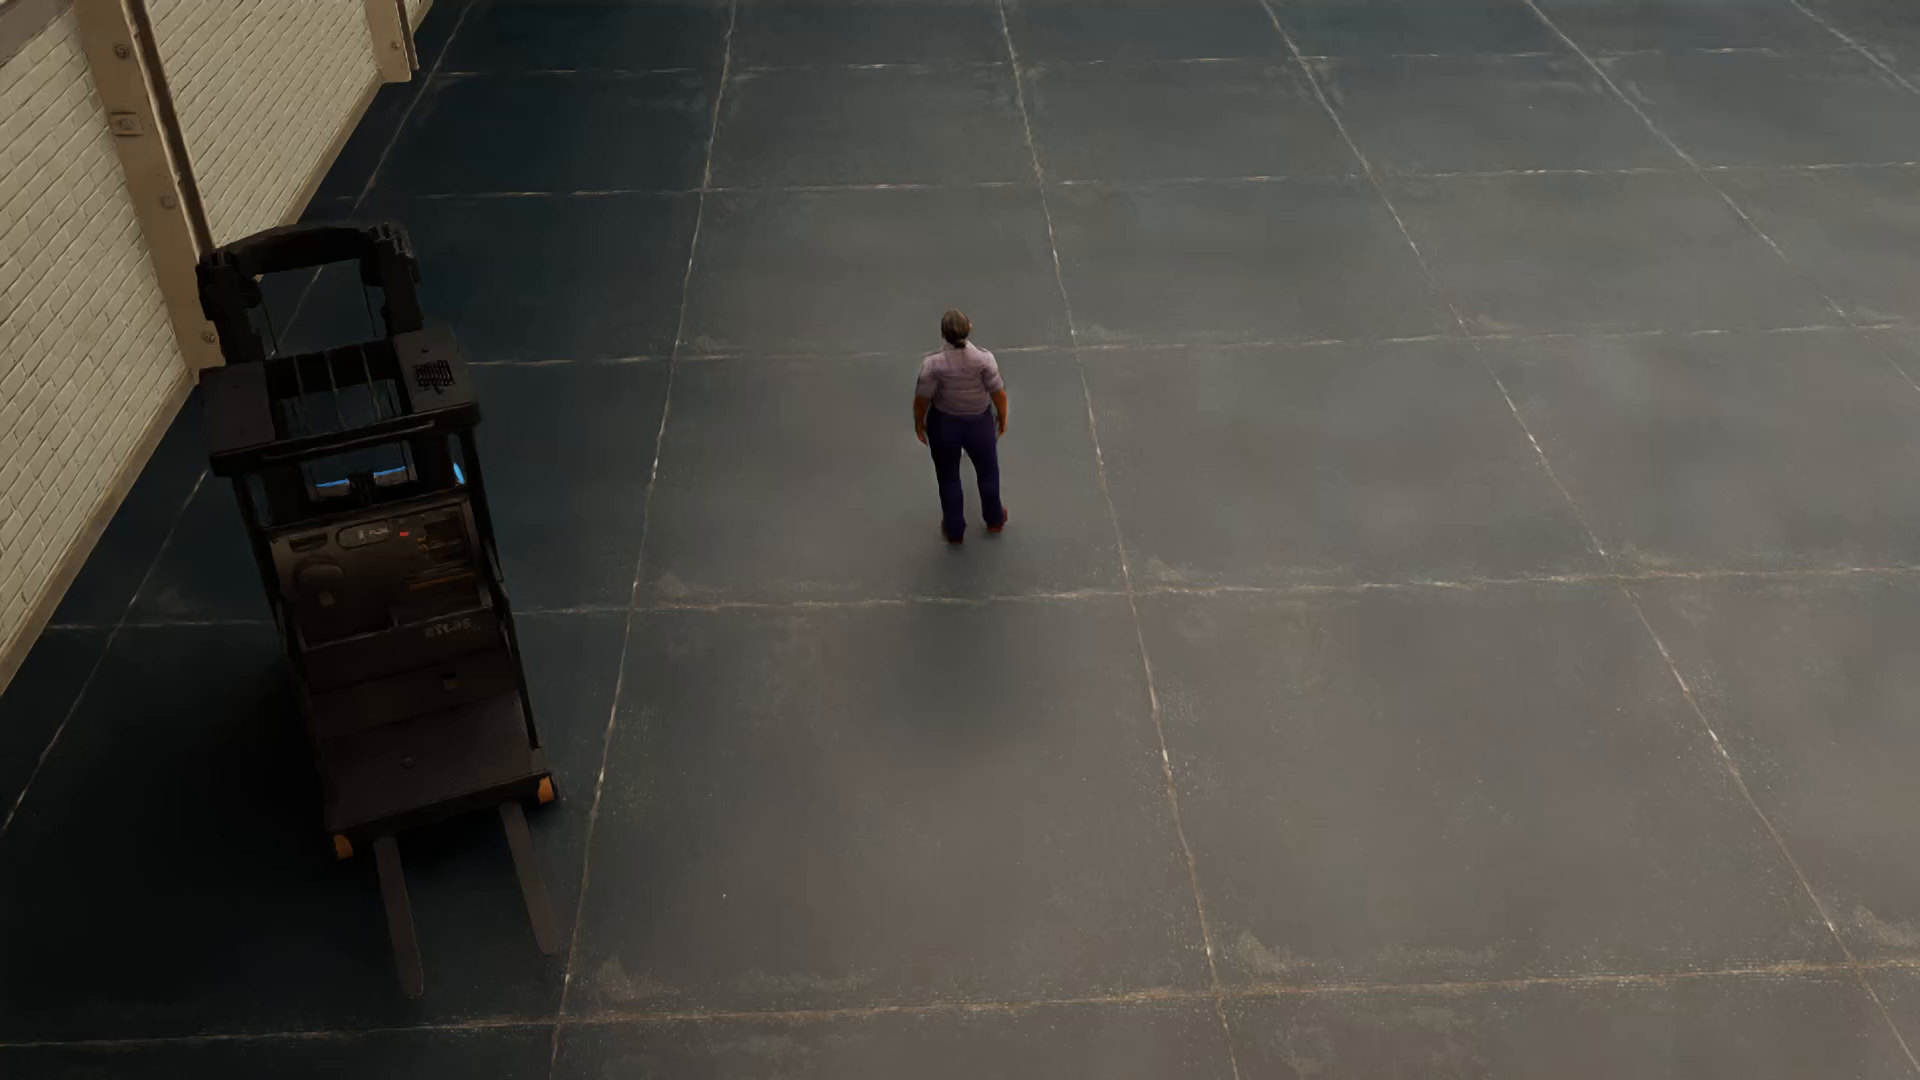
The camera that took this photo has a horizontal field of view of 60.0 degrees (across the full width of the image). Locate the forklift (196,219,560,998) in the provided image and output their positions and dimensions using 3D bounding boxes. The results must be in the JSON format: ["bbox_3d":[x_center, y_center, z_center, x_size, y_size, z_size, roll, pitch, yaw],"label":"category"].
[{"bbox_3d":[-2.724,0.121,7.845,1.130,2.935,3.031,-14,38,-18],"label":"forklift"}]

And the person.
[{"bbox_3d":[0.018,-0.721,10.088,0.599,1.640,0.501,-2,36,-2],"label":"person"}]
